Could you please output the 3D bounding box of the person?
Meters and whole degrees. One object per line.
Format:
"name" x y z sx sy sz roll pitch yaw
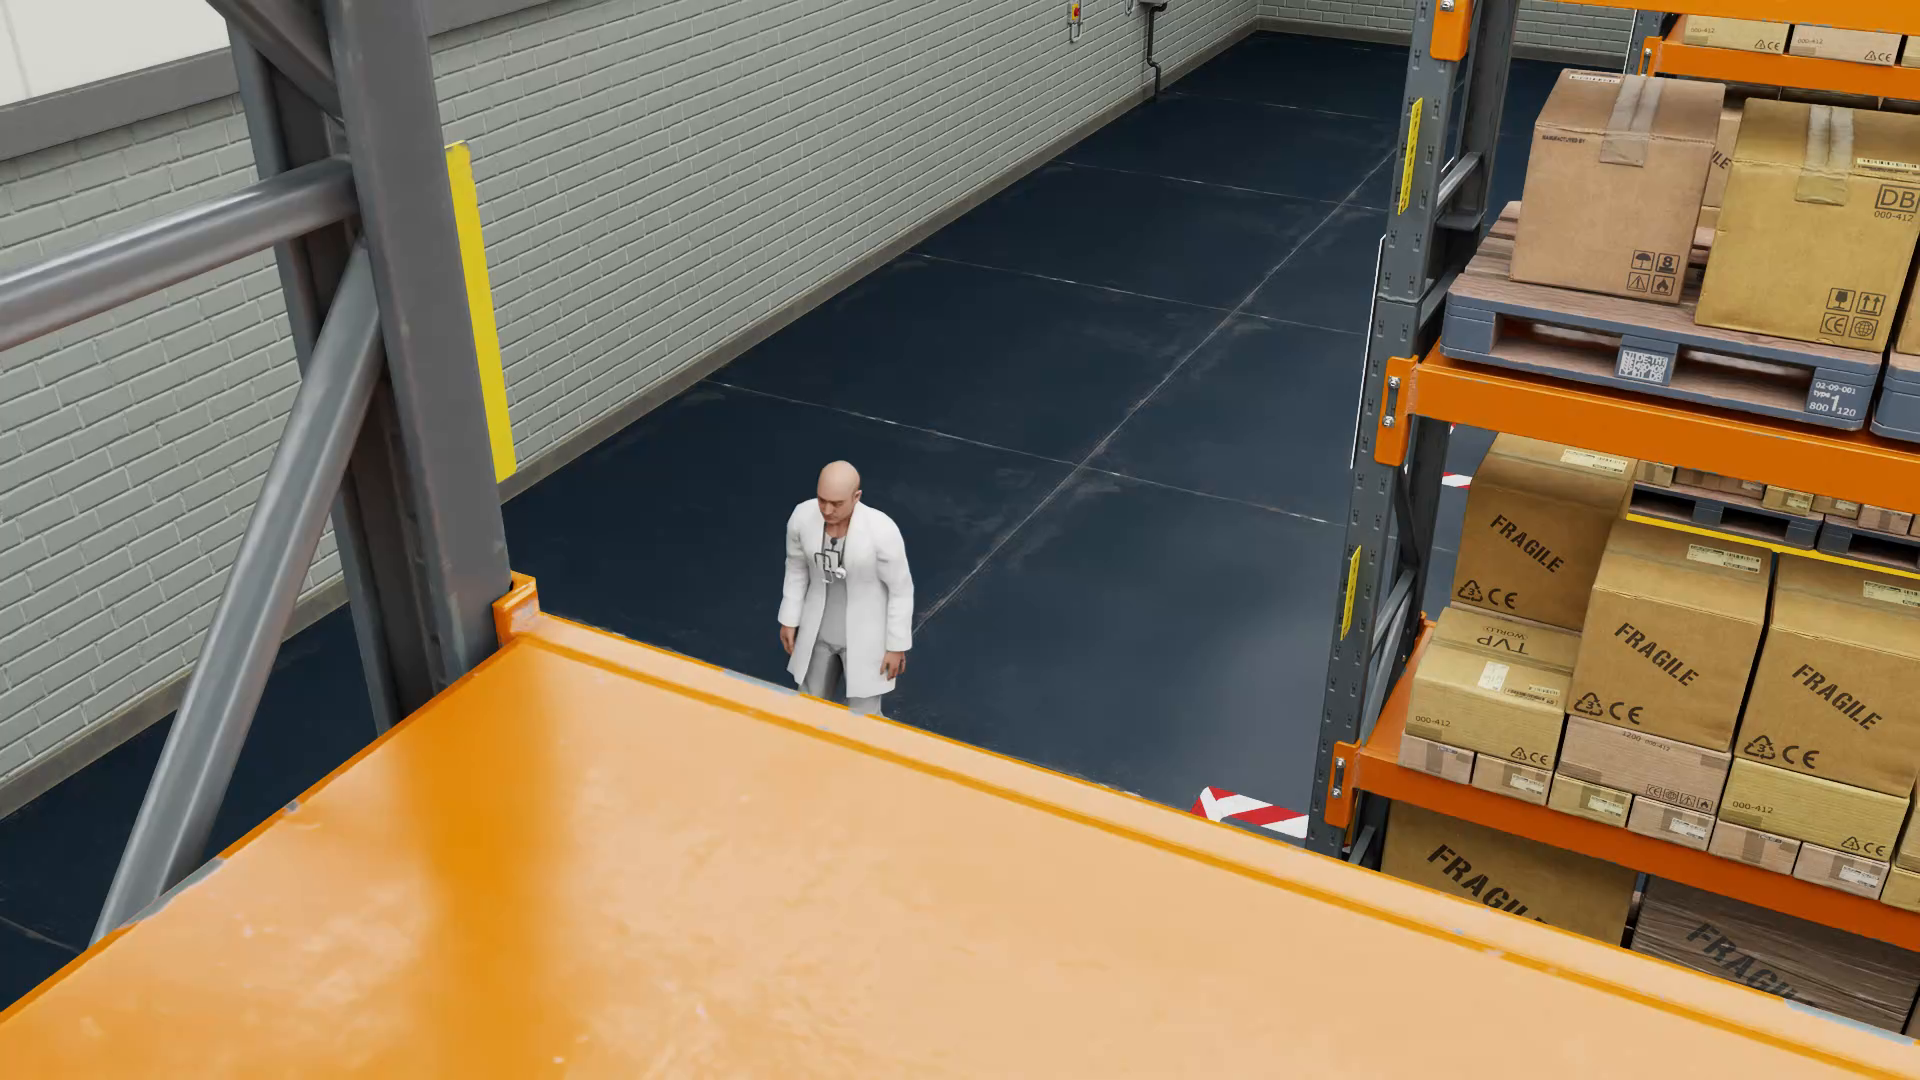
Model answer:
"person" -0.514 0.428 7.394 0.648 1.772 0.429 12 32 20
